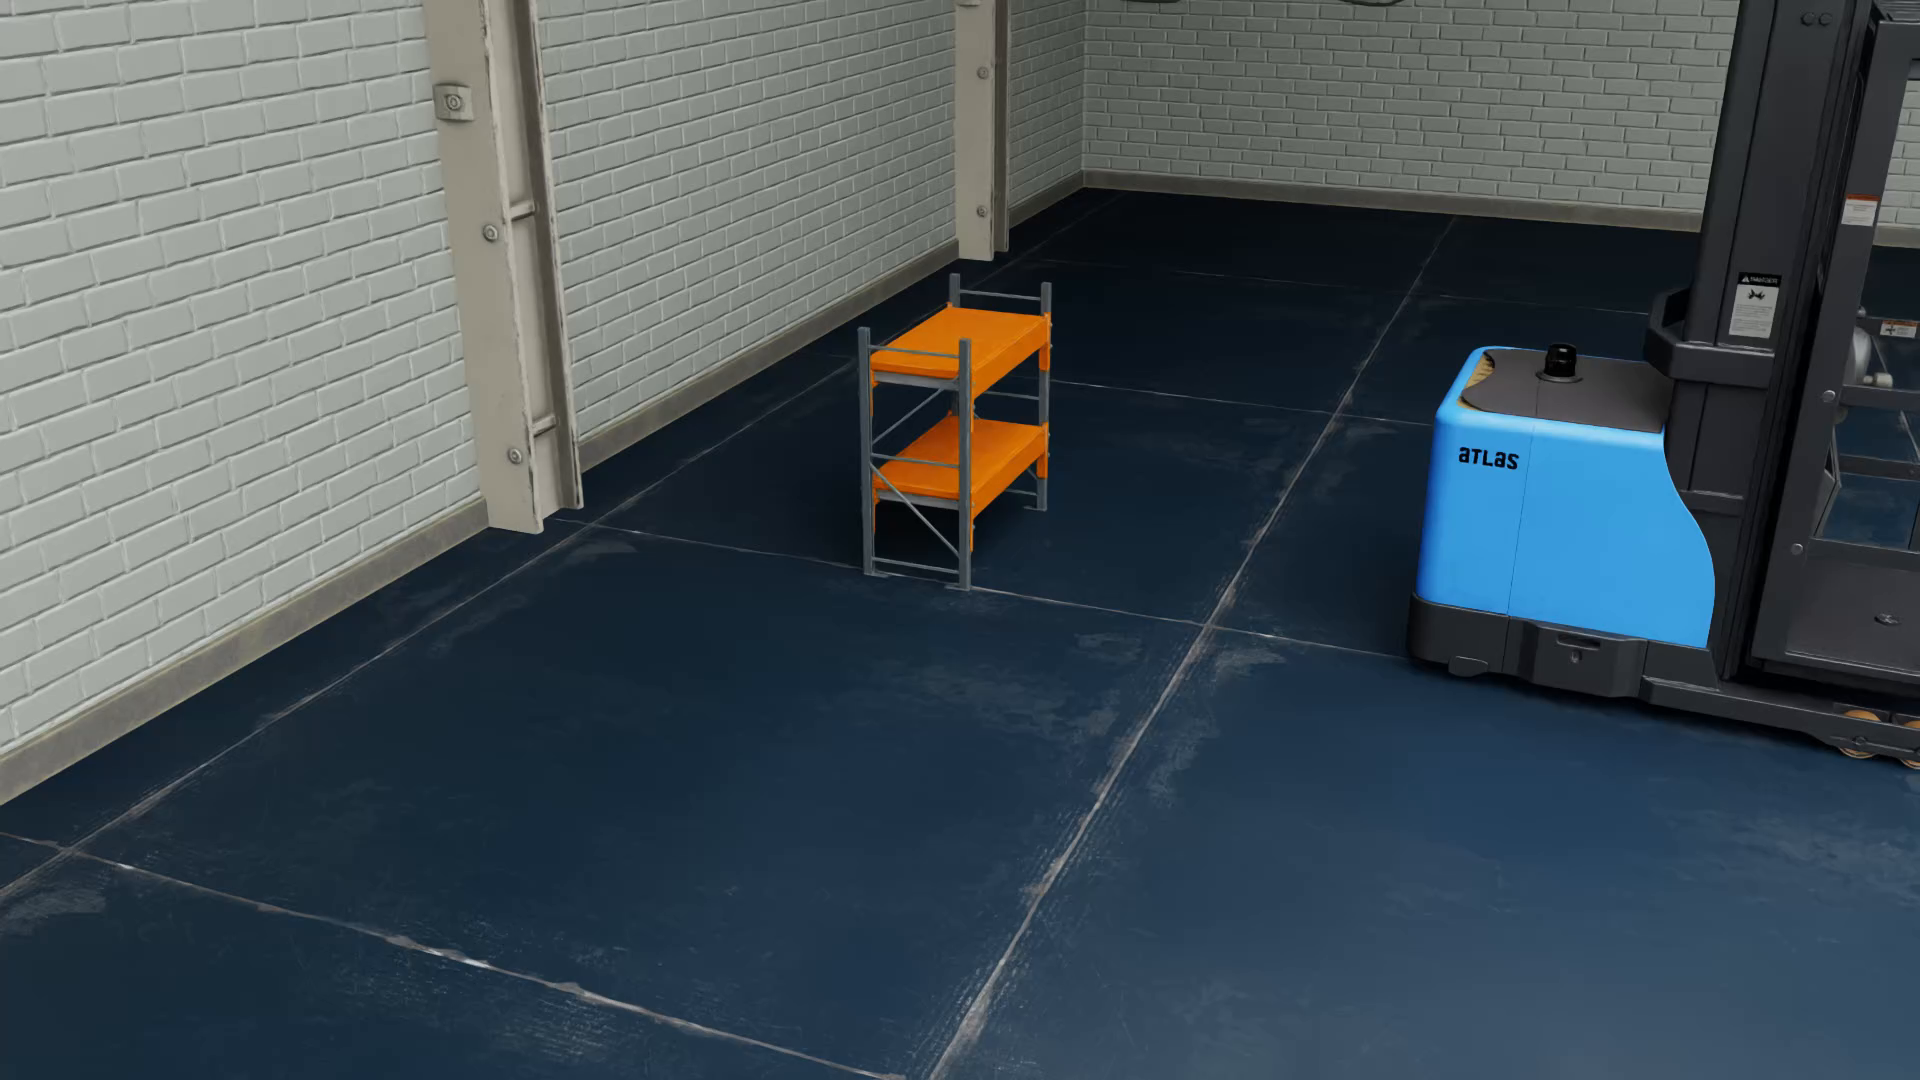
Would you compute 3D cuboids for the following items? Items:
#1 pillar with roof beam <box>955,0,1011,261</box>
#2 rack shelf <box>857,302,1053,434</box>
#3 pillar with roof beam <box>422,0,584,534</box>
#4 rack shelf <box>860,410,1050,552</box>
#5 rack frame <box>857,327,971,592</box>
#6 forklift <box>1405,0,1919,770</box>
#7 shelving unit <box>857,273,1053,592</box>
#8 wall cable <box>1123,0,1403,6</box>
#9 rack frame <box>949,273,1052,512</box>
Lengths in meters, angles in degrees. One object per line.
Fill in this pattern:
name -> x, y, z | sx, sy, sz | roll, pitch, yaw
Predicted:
pillar with roof beam -> 4.171, -5.802, 9.965 | 9.100, 9.000, 0.400 | 9, 24, 20
rack shelf -> -0.003, -0.787, 7.415 | 0.538, 0.278, 1.000 | 9, 24, 20
pillar with roof beam -> 1.942, -3.655, 4.825 | 9.100, 9.000, 0.400 | 9, 24, 20
rack shelf -> -0.003, -0.291, 7.622 | 0.538, 0.278, 1.000 | 9, 24, 20
rack frame -> -0.191, -0.335, 7.092 | 0.500, 1.125, 0.032 | 9, 24, 20
forklift -> 3.314, -0.781, 5.818 | 3.031, 2.935, 1.130 | 10, 25, 22
shelving unit -> -0.003, -0.517, 7.527 | 0.538, 1.125, 1.048 | 9, 24, 20
wall cable -> 2.496, -5.851, 14.110 | 3.097, 2.526, 0.112 | 9, 24, 20
rack frame -> 0.186, -0.699, 7.963 | 0.500, 1.125, 0.032 | 9, 24, 20
